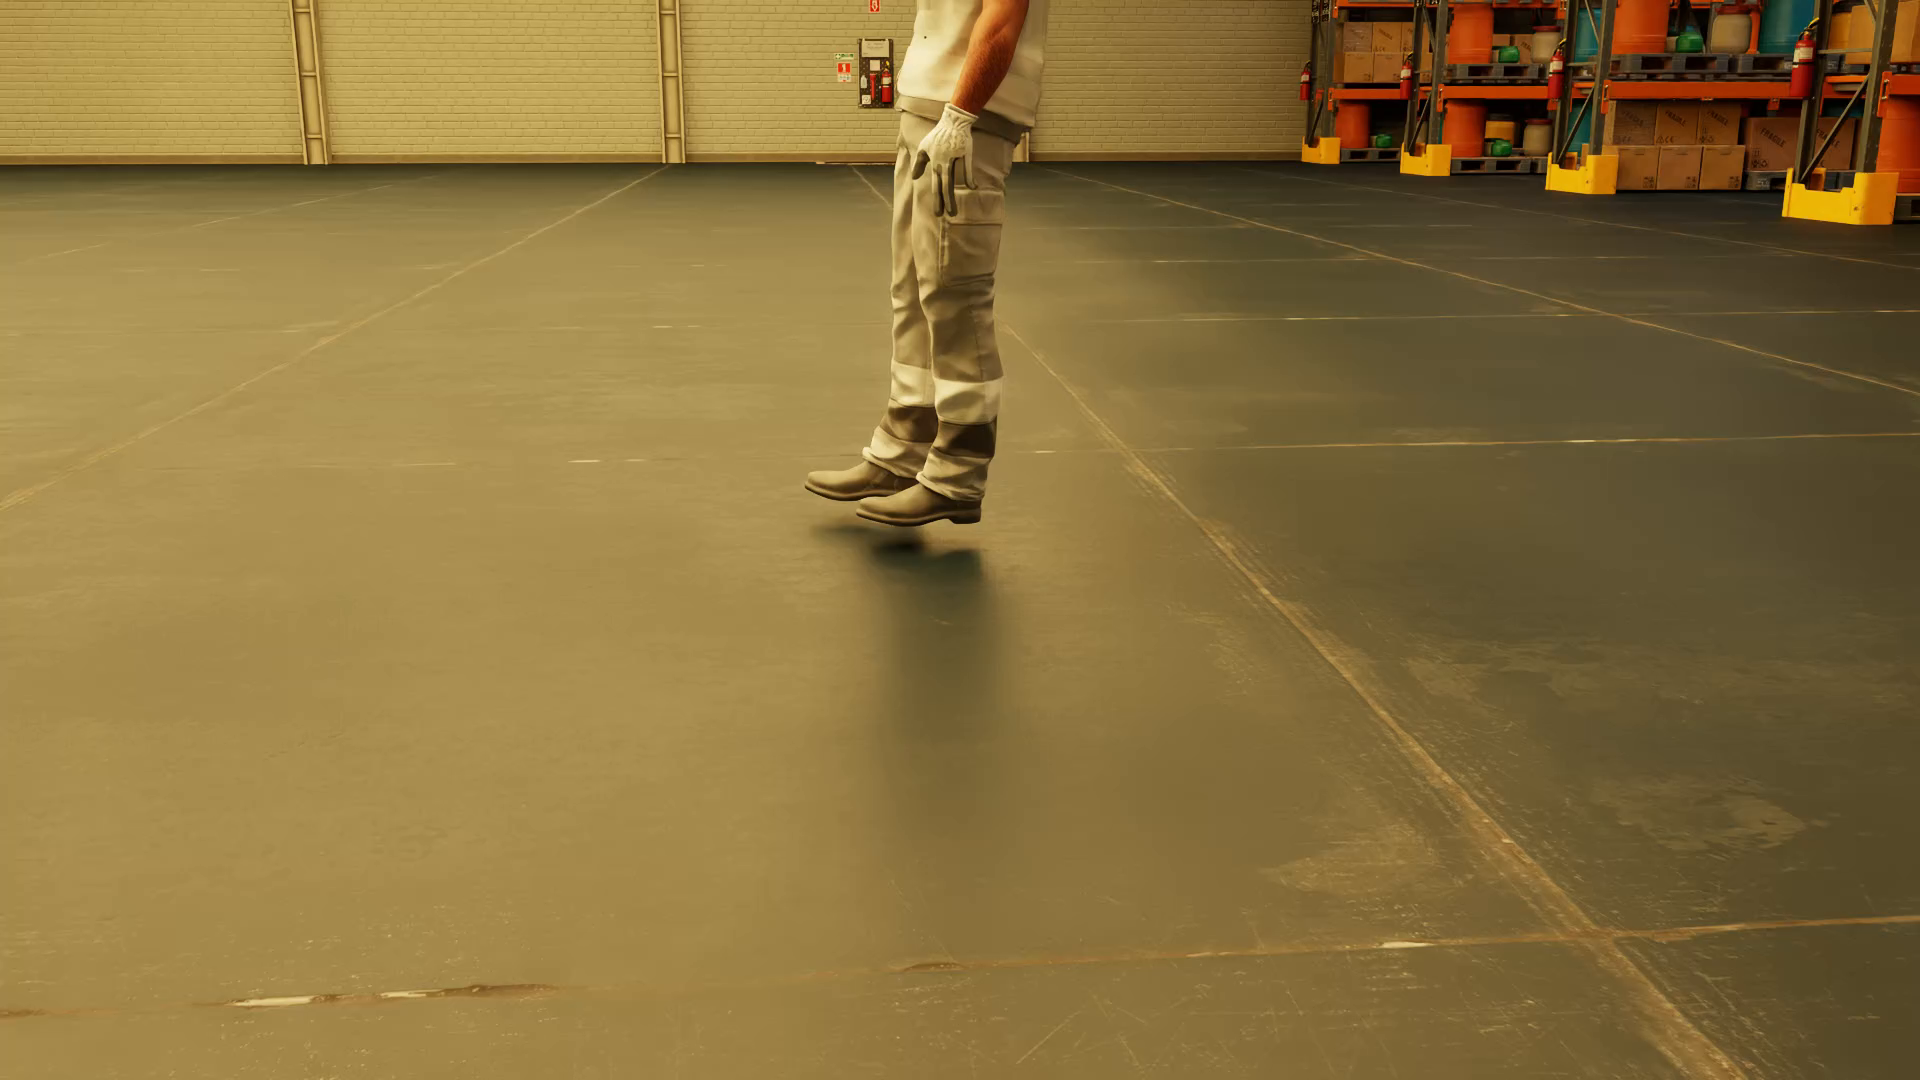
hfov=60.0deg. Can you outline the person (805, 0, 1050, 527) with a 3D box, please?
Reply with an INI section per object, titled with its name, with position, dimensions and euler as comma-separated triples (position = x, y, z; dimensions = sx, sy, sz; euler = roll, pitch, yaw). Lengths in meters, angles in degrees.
[person]
position = -0.081, -0.913, 3.701
dimensions = 0.564, 1.787, 0.637
euler = -1, 15, -5
